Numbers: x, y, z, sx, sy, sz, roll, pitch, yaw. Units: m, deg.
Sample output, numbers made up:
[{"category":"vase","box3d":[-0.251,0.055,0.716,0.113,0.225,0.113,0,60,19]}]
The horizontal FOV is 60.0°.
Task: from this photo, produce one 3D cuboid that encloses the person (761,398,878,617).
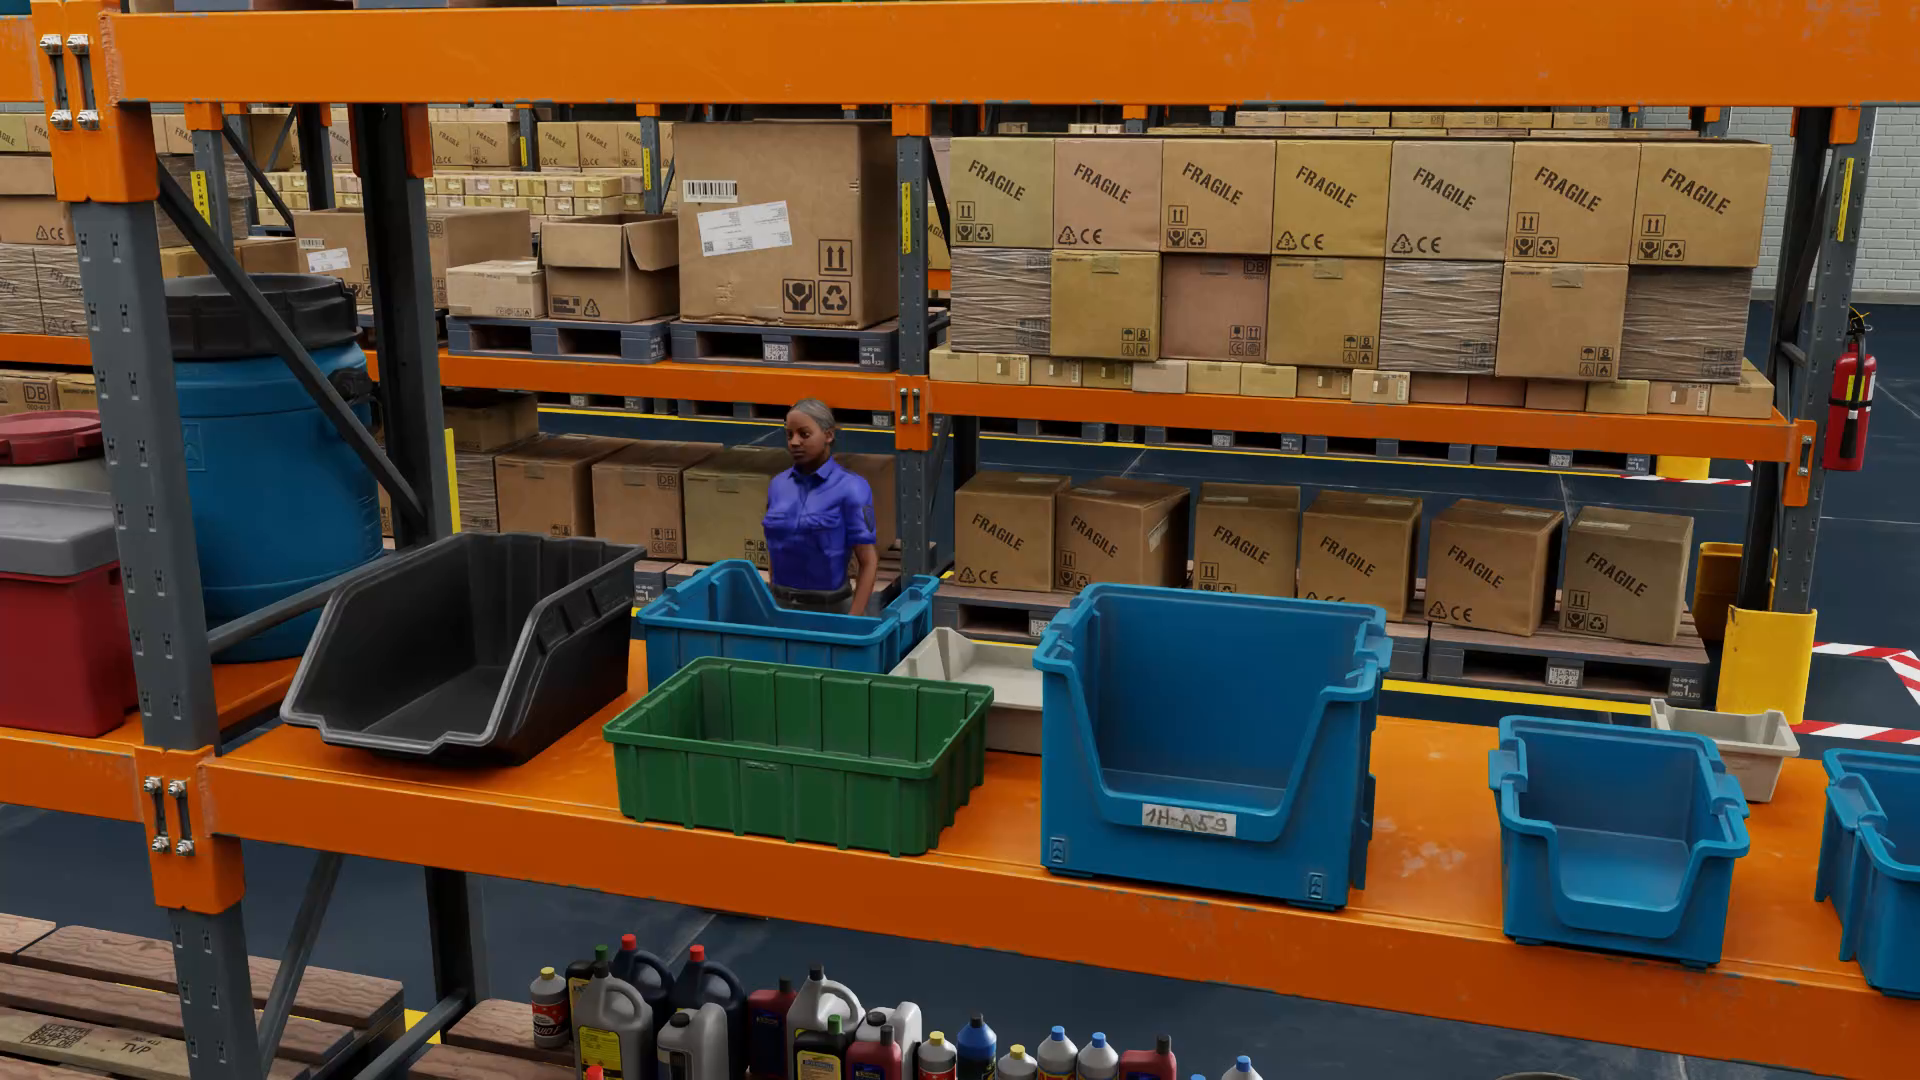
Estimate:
[{"category":"person","box3d":[-0.565,0.313,5.922,0.496,1.583,0.903,6,16,20]}]
